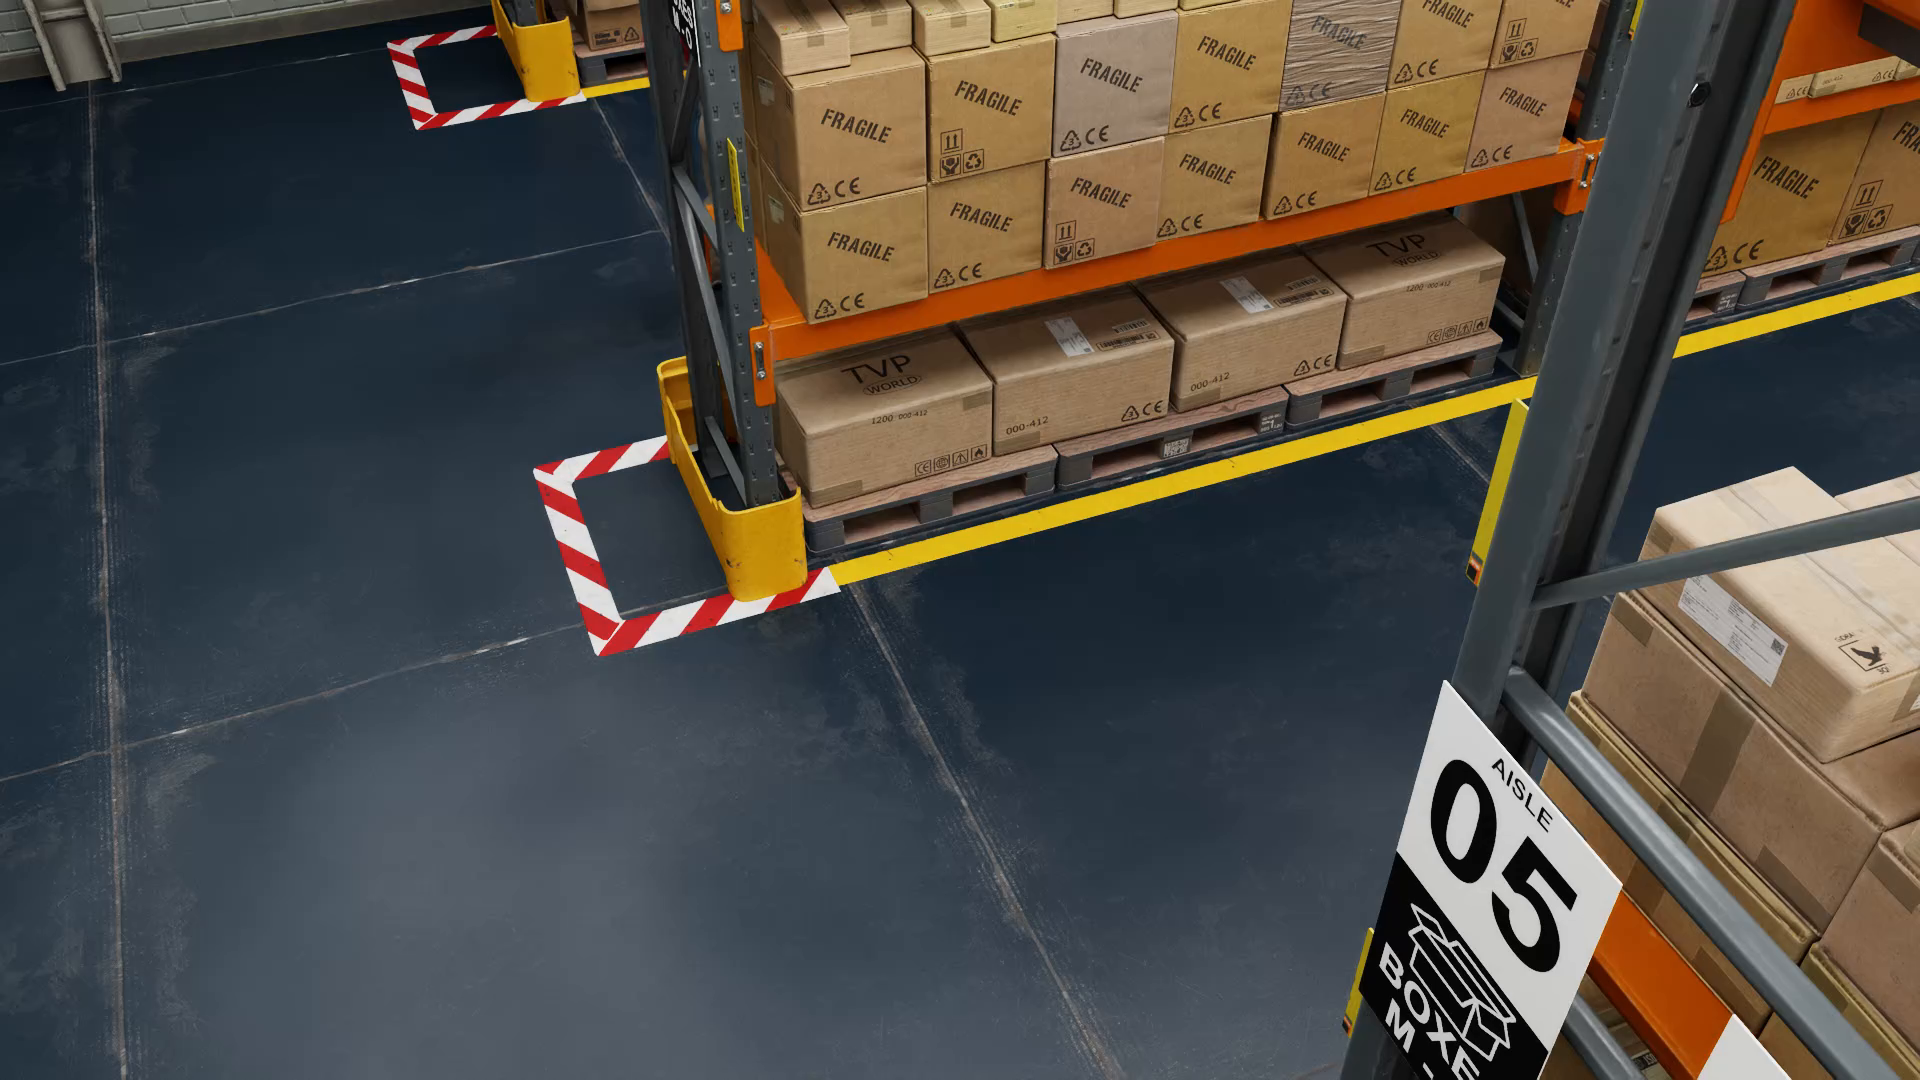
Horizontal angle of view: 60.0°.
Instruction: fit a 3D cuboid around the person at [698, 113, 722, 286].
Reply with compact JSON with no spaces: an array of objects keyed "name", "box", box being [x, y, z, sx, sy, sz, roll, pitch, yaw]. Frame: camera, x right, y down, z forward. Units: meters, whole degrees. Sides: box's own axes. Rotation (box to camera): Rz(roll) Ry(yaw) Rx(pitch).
[{"name":"person","box":[-1.051,-2.090,8.536,0.786,1.734,0.604,-27,48,-27]}]
